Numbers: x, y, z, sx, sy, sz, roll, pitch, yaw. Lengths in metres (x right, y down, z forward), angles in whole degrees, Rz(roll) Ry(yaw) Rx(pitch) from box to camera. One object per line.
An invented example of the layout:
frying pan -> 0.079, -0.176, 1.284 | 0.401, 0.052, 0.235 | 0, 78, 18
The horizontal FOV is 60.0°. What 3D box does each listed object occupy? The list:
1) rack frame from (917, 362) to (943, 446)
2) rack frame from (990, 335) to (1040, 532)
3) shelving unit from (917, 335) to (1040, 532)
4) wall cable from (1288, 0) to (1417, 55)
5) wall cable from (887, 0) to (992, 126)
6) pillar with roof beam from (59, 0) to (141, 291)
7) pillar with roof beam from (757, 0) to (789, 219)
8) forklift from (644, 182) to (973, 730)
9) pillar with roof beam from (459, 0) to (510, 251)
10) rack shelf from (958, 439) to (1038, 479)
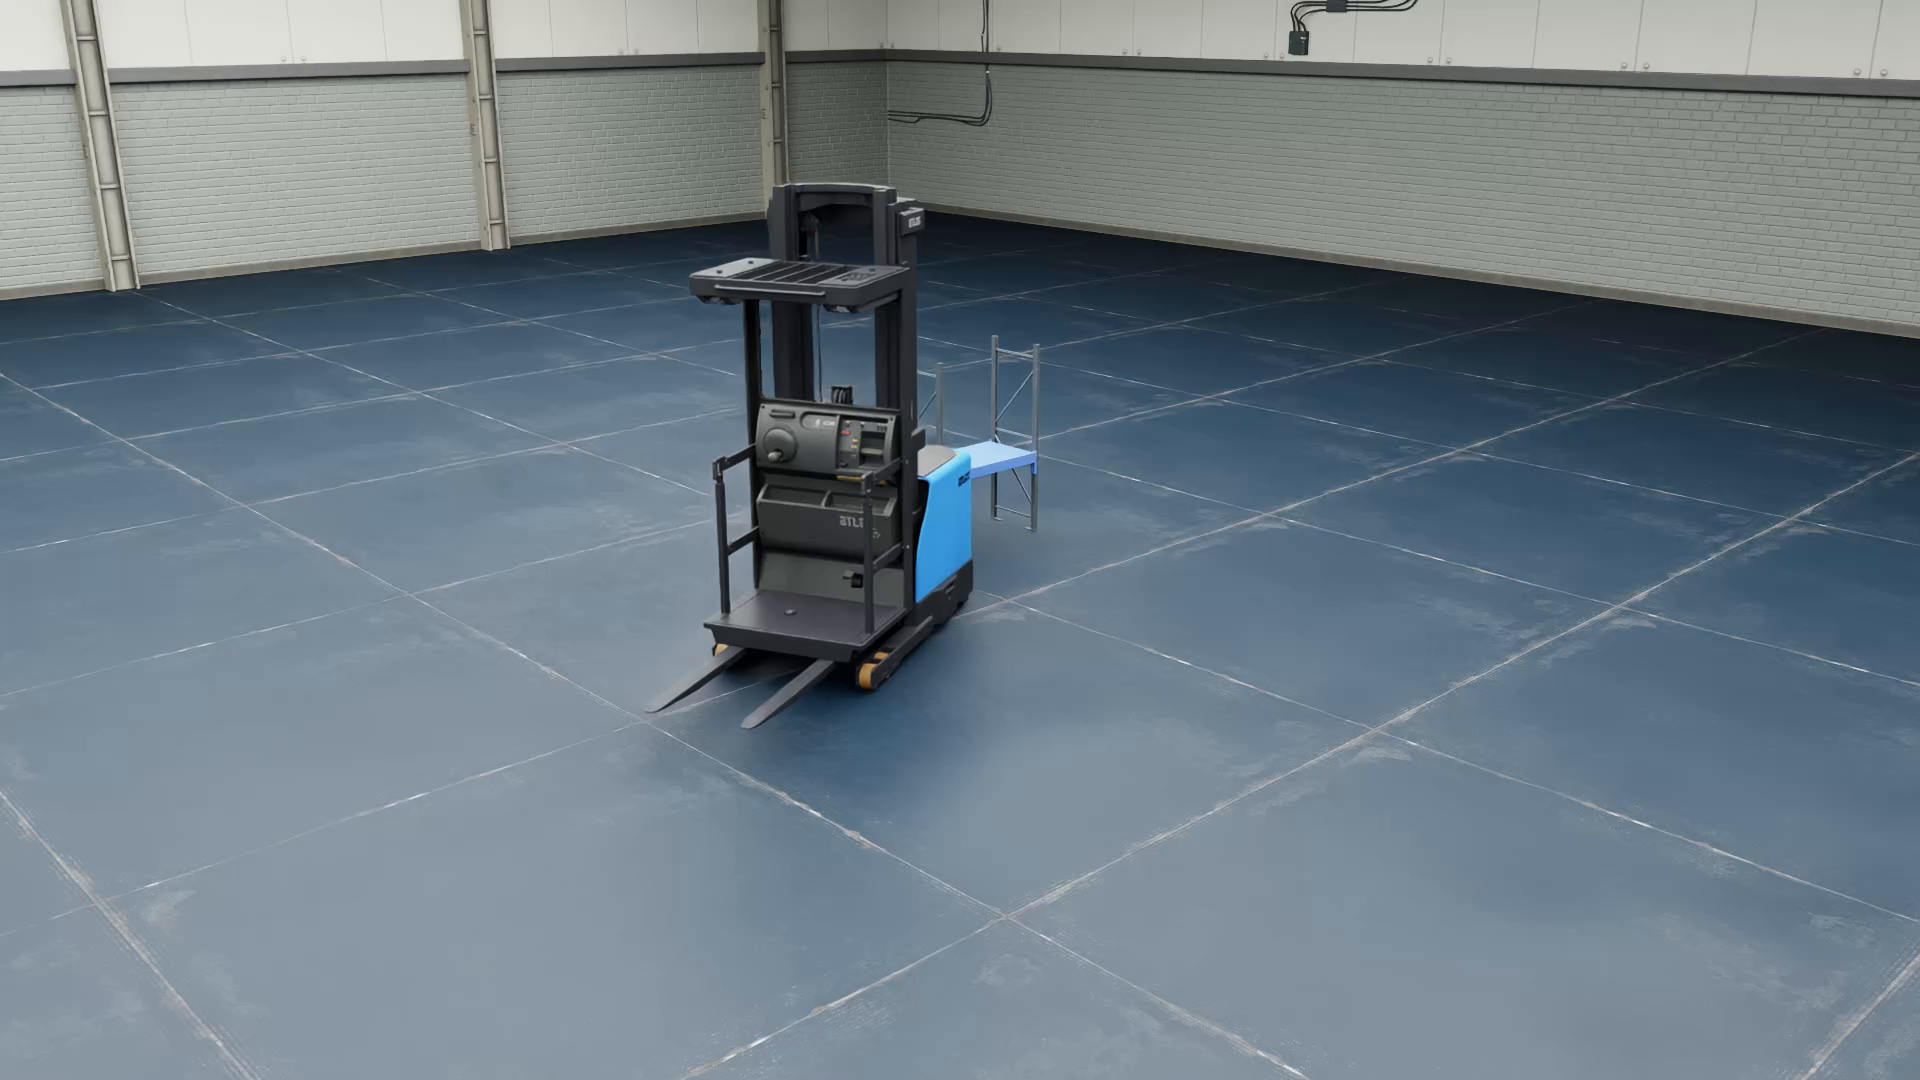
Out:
rack frame -> -0.307, -0.624, 12.477 | 0.032, 1.500, 0.500 | -16, 24, -41
rack frame -> 0.431, -0.839, 13.141 | 0.032, 1.500, 0.500 | -16, 24, -41
shelving unit -> 0.062, -0.732, 12.809 | 1.048, 1.500, 0.538 | -16, 24, -41
wall cable -> 6.027, -10.319, 24.708 | 0.169, 6.003, 2.305 | -16, 24, -41
wall cable -> -0.484, -9.355, 32.283 | 0.112, 2.526, 3.097 | -16, 24, -41
pillar with roof beam -> -9.294, -6.997, 19.975 | 0.400, 9.000, 9.100 | -16, 24, -41
pillar with roof beam -> -0.575, -9.540, 27.818 | 0.400, 9.000, 9.100 | -16, 24, -41
forklift -> -0.914, -0.622, 10.152 | 1.130, 2.935, 3.031 | 7, 19, 20
pillar with roof beam -> -4.935, -8.268, 23.896 | 0.400, 9.000, 9.100 | -16, 24, -41
rack shelf -> 0.062, -0.560, 12.865 | 1.000, 0.185, 0.538 | -16, 24, -41
